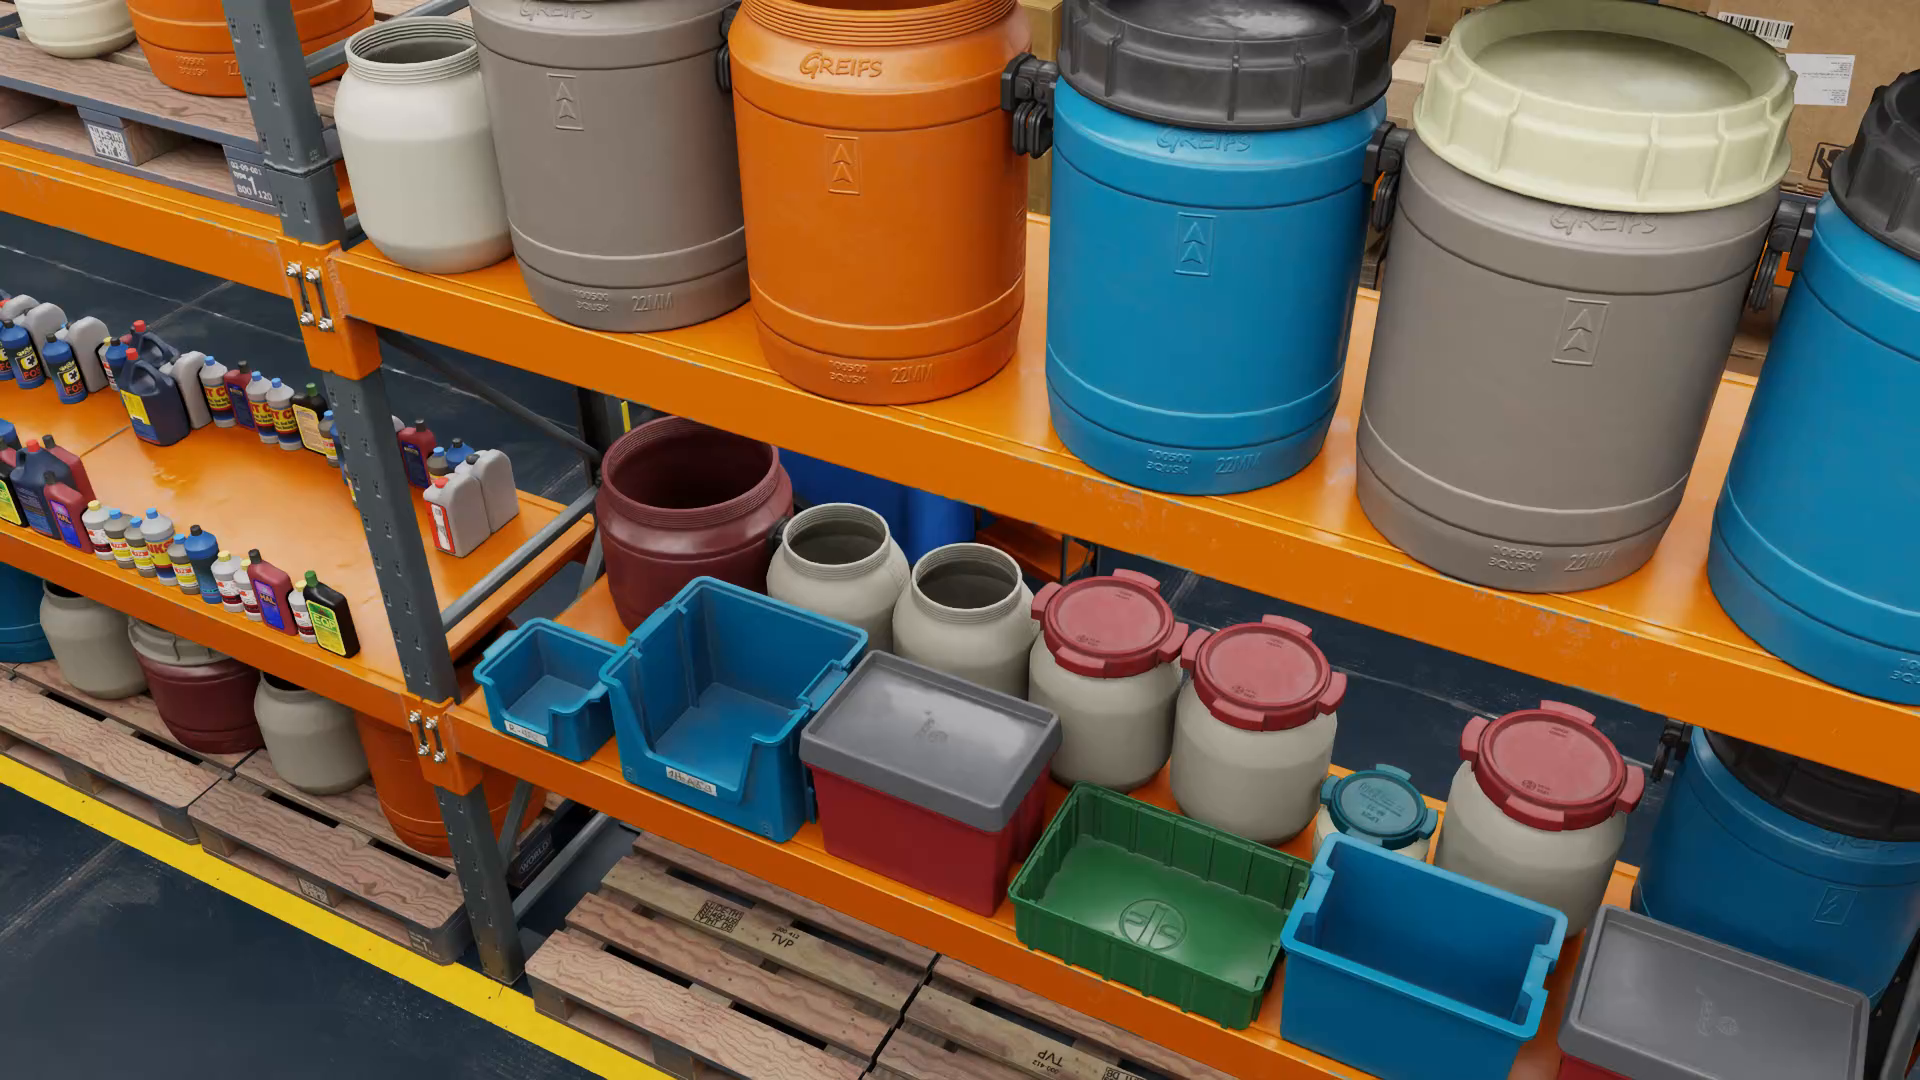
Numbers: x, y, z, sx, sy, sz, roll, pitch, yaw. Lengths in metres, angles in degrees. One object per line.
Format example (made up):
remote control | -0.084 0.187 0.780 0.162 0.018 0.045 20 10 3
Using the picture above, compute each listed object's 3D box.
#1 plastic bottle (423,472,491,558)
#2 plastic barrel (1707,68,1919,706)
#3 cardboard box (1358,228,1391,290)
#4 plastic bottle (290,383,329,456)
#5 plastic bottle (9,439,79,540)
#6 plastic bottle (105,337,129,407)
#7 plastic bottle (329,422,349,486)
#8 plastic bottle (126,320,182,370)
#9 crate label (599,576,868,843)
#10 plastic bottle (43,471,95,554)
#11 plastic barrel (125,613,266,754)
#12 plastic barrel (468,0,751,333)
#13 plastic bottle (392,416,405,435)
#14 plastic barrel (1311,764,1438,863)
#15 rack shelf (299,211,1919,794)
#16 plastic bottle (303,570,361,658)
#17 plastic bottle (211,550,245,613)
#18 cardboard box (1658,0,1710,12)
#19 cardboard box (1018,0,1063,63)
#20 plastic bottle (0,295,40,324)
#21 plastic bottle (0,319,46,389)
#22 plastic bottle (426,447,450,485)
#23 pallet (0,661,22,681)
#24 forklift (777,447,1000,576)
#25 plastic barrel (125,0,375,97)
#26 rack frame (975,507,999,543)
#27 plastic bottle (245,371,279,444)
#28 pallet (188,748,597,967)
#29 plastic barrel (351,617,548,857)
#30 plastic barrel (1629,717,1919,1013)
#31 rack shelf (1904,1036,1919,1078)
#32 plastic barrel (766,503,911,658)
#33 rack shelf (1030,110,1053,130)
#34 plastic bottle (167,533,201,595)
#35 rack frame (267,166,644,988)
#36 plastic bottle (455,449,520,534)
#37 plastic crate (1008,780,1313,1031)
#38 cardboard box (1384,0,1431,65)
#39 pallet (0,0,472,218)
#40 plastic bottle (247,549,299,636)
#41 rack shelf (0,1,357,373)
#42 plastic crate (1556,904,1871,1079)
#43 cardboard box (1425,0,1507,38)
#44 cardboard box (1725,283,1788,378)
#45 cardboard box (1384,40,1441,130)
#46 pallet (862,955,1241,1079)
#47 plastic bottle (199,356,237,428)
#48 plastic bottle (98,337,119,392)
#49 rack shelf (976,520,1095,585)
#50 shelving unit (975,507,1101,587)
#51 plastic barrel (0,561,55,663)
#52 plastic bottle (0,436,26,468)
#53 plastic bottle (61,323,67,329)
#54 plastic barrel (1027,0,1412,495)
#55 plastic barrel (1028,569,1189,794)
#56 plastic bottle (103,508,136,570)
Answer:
plastic bottle | -1.673 -0.102 5.506 0.135 0.276 0.152 17 41 21
plastic barrel | 1.633 -0.247 2.698 0.708 0.901 0.600 17 41 21
cardboard box | 2.013 -1.455 8.890 0.500 0.500 0.700 14 39 18
plastic bottle | -2.317 -0.441 5.947 0.133 0.283 0.061 17 41 21
plastic bottle | -3.060 -0.188 5.557 0.185 0.351 0.144 17 41 21
plastic bottle | -3.117 -0.633 6.210 0.097 0.271 0.097 0 37 0
plastic bottle | -2.132 -0.325 5.804 0.097 0.271 0.097 0 37 0
plastic bottle | -2.974 -0.646 6.161 0.185 0.351 0.144 17 41 21
crate label | -0.609 0.468 4.623 0.616 0.435 0.502 17 41 21
plastic bottle | -2.938 -0.094 5.490 0.133 0.283 0.061 17 41 21
plastic barrel | -2.812 0.413 6.372 0.708 0.588 0.600 17 41 21
plastic barrel | -0.738 -0.989 3.676 0.600 0.901 0.600 0 37 0
plastic bottle | -2.014 -0.312 5.783 0.135 0.276 0.152 17 41 21
plastic barrel | 1.080 0.778 4.359 0.301 0.262 0.301 0 37 0
rack shelf | 0.409 -0.292 3.767 4.000 0.370 1.077 17 41 21
plastic bottle | -1.923 0.224 5.071 0.133 0.283 0.061 17 41 21
plastic bottle | -2.308 0.123 5.271 0.097 0.201 0.097 0 37 0
cardboard box | 5.386 -3.787 11.771 0.750 0.750 1.050 17 41 21
cardboard box | 0.358 -2.643 8.668 0.500 0.500 0.500 19 41 23
plastic bottle | -3.648 -0.824 6.458 0.135 0.276 0.152 17 41 21
plastic bottle | -3.570 -0.713 6.315 0.097 0.271 0.097 0 37 0
plastic bottle | -1.780 -0.228 5.734 0.097 0.201 0.097 0 37 0
pallet | -4.253 0.296 7.185 1.213 0.211 1.003 17 41 21
forklift | -0.847 -1.651 7.501 1.130 2.935 3.031 -30 46 -33
plastic barrel | -1.870 -1.632 4.236 0.708 0.830 0.600 17 41 21
rack frame | 0.152 -0.250 7.087 0.015 1.200 0.240 30 47 34
plastic bottle | -2.514 -0.486 6.016 0.097 0.271 0.097 0 37 0
pallet | -2.086 0.974 6.292 1.213 0.211 1.003 17 41 21
plastic barrel | -1.809 0.631 5.886 0.708 0.830 0.600 17 41 21
plastic barrel | 1.981 0.703 3.928 0.708 0.901 0.600 17 41 21
rack shelf | 3.961 2.015 3.209 4.000 0.370 1.077 17 41 21
plastic barrel | -0.356 0.187 4.930 0.421 0.512 0.421 0 37 0
rack shelf | -0.865 -2.868 9.643 4.000 0.370 1.077 17 41 21
plastic bottle | -2.481 0.069 5.342 0.097 0.201 0.097 0 37 0
rack frame | -1.367 0.061 5.189 0.127 3.000 1.000 17 41 21
plastic bottle | -1.603 -0.184 5.614 0.135 0.276 0.152 17 41 21
plastic crate | 0.508 0.925 4.226 0.662 0.188 0.450 17 41 21
cardboard box | 1.950 -2.575 8.232 0.500 0.500 0.700 24 43 28
pallet | -2.001 -1.324 4.689 1.213 0.211 1.003 17 41 21
plastic bottle | -2.128 0.159 5.155 0.133 0.283 0.061 17 41 21
rack shelf | -3.143 -1.404 5.232 4.000 0.370 1.077 17 41 21
plastic crate | 1.614 1.177 3.666 0.583 0.464 0.402 17 41 21
cardboard box | 3.781 -4.287 12.430 0.750 0.750 1.050 17 40 21
cardboard box | 3.927 -0.848 8.090 0.500 0.500 0.700 14 39 18
cardboard box | 2.293 -2.117 7.834 0.500 0.250 0.500 16 40 20
pallet | 0.382 1.747 5.273 1.213 0.211 1.003 17 41 21
plastic bottle | -2.719 -0.550 6.100 0.097 0.271 0.097 0 37 0
plastic bottle | -3.207 -0.675 6.323 0.097 0.201 0.097 0 37 0
rack shelf | 0.327 0.065 7.112 0.480 0.148 0.258 30 47 34
shelving unit | 0.327 -0.147 6.951 0.503 1.200 0.258 30 47 34
plastic barrel | -3.815 -0.026 6.691 0.708 0.901 0.600 17 41 21
plastic bottle | -3.192 -0.215 5.649 0.133 0.283 0.061 17 41 21
plastic bottle | -3.413 -0.740 6.408 0.097 0.201 0.097 0 37 0
plastic barrel | 0.472 -0.610 3.177 0.708 0.901 0.600 17 41 21
plastic barrel | 0.400 0.411 4.616 0.433 0.535 0.433 0 37 0
plastic bottle | -2.740 -0.012 5.449 0.097 0.201 0.097 0 37 0
